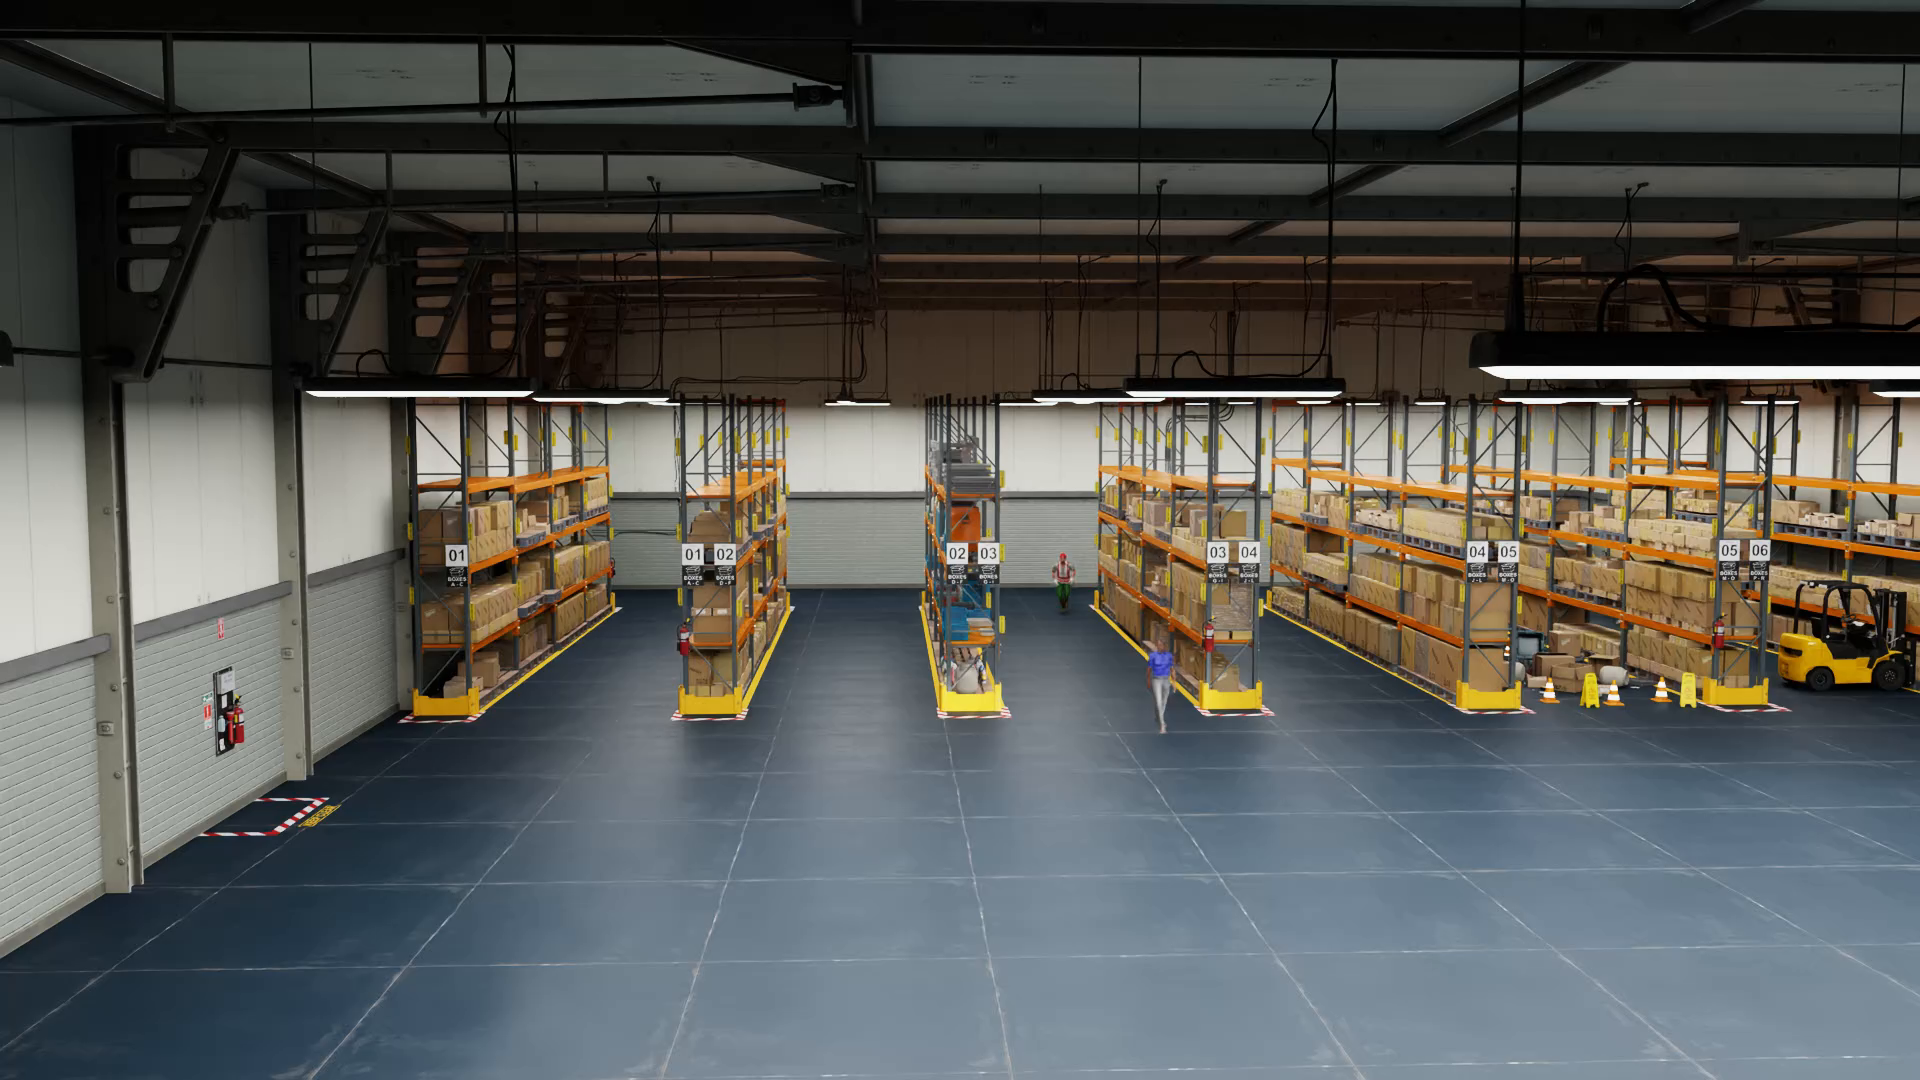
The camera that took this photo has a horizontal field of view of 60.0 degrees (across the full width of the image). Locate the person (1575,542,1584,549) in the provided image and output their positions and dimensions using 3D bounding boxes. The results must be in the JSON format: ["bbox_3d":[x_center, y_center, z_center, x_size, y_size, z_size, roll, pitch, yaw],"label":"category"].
[{"bbox_3d":[18.601,0.904,49.710,0.730,1.777,0.550,0,5,-1],"label":"person"}]

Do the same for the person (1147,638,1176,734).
[{"bbox_3d":[3.593,2.582,29.594,0.466,1.692,0.734,-1,5,-14],"label":"person"}]

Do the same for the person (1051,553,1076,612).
[{"bbox_3d":[2.913,1.194,46.771,0.688,1.685,0.647,1,5,7],"label":"person"}]

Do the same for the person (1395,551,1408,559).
[{"bbox_3d":[13.427,0.917,50.642,0.492,1.731,0.524,-2,5,-22],"label":"person"}]

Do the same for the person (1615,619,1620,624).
[{"bbox_3d":[17.621,1.447,44.222,0.446,1.598,0.372,-4,6,-44],"label":"person"}]
